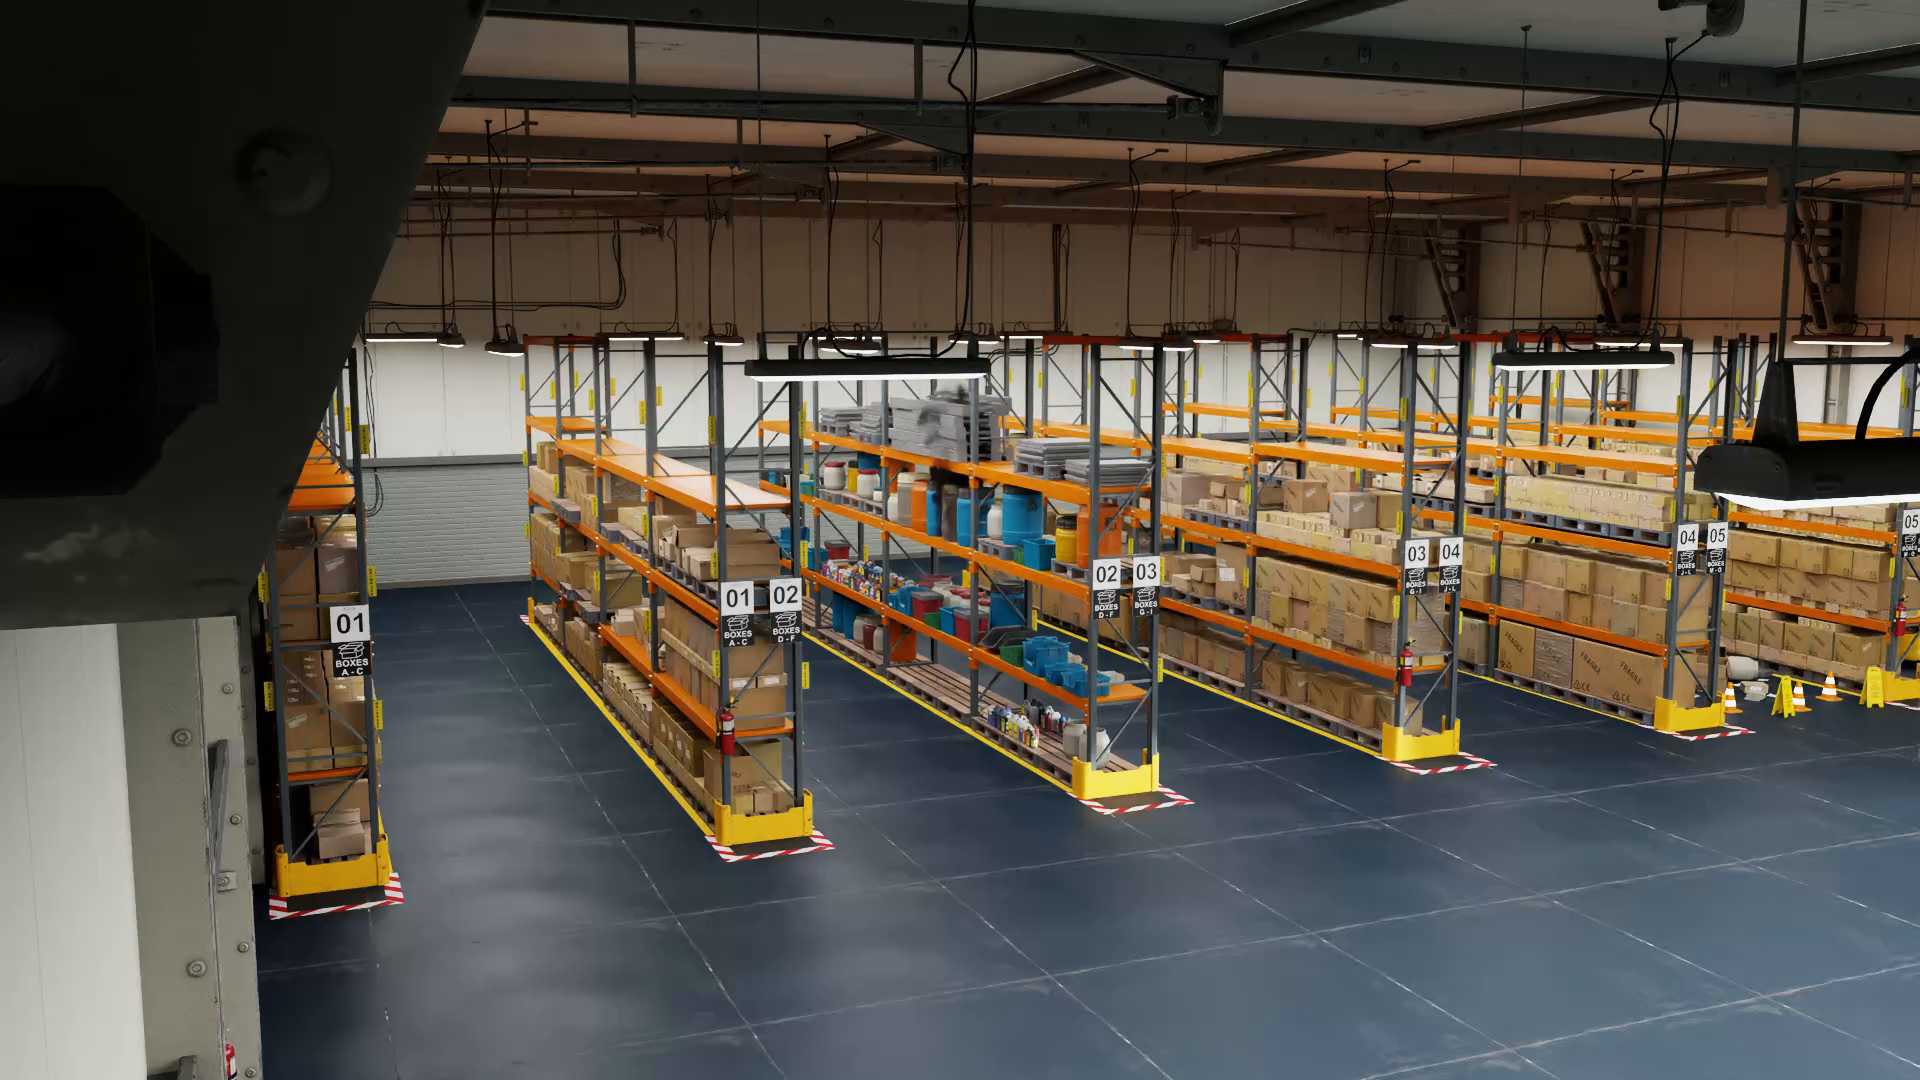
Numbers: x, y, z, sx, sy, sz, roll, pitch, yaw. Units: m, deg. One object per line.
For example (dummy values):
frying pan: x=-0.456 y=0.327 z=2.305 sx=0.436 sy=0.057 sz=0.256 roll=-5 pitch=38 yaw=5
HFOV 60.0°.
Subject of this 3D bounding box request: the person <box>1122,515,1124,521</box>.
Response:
person: x=3.814 y=0.172 z=40.184 sx=0.624 sy=1.638 sz=0.859 roll=3 pitch=8 yaw=24
